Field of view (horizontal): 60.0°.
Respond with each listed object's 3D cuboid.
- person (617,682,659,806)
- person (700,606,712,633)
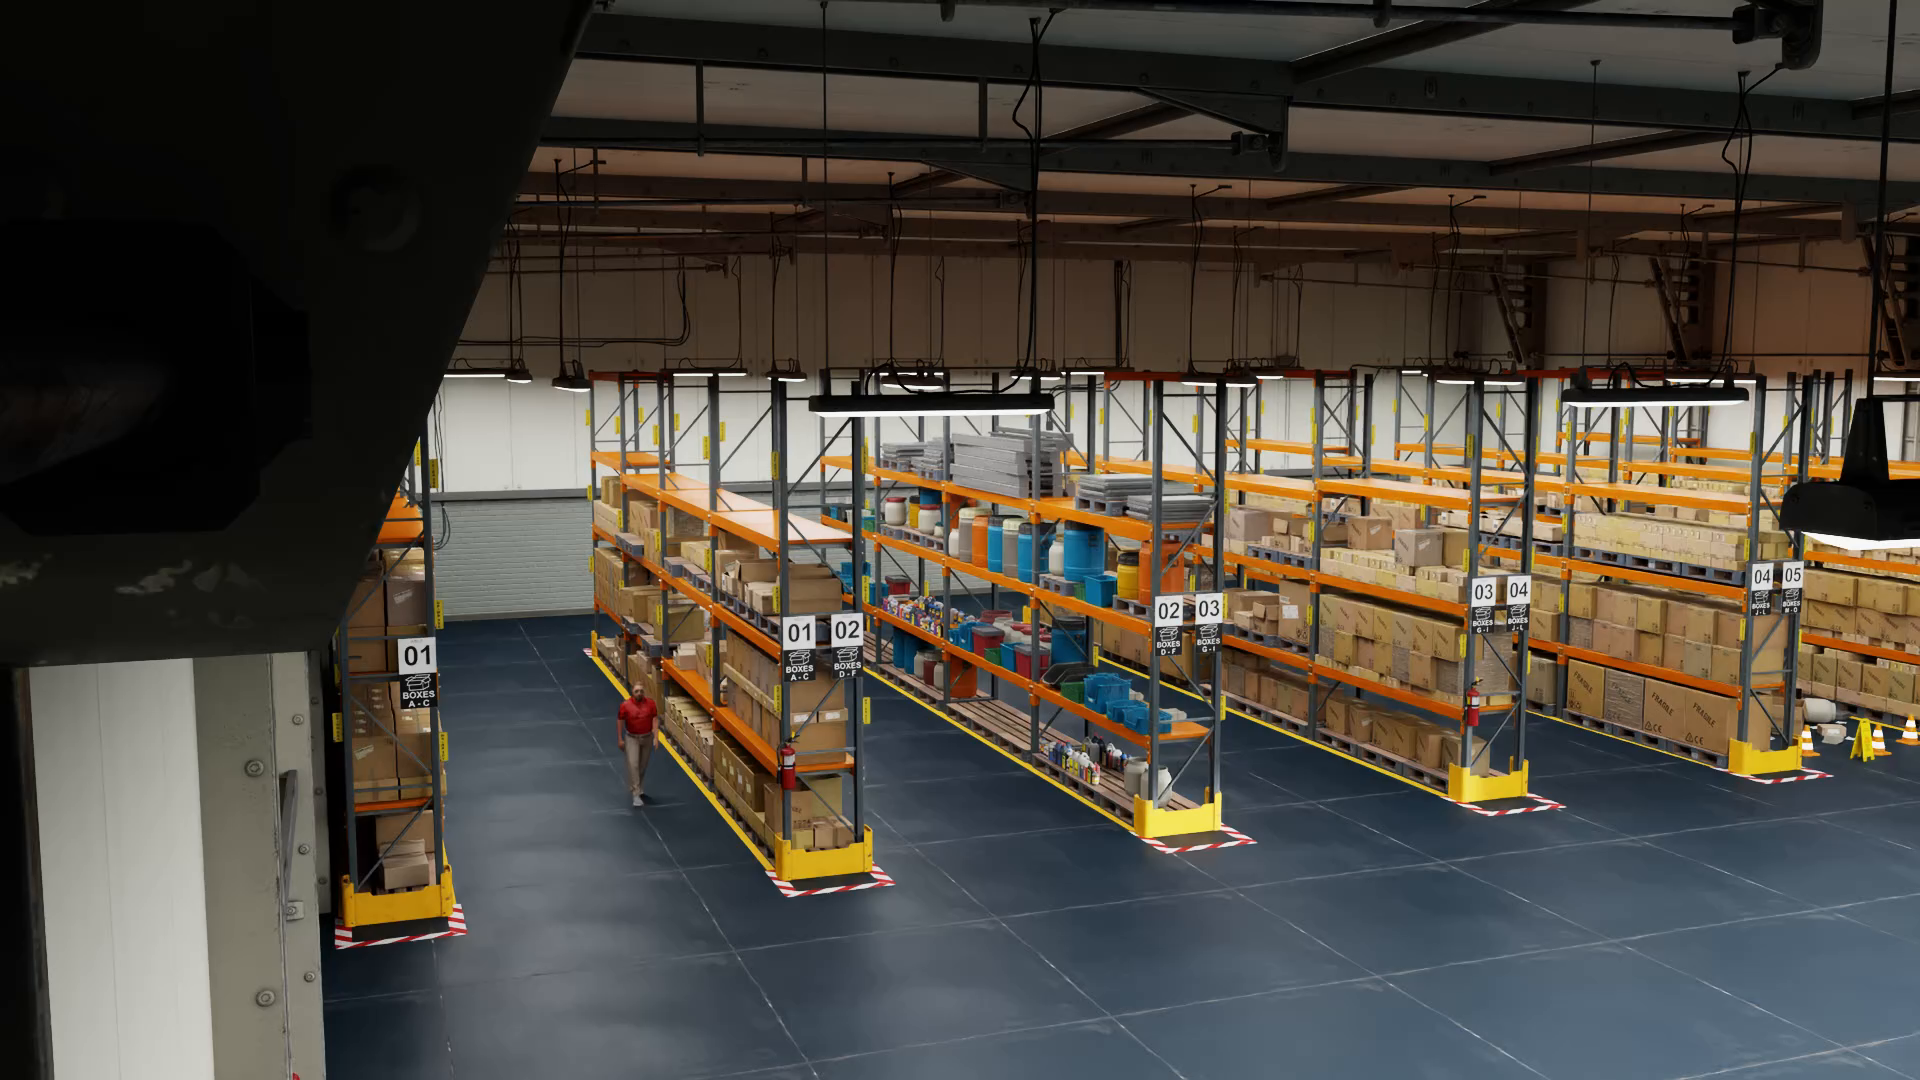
[{"bbox_3d":[-4.526,2.846,23.570,0.547,1.677,0.984,-4,8,-32],"label":"person"},{"bbox_3d":[-5.034,1.810,33.413,0.563,1.608,0.741,-1,6,-11],"label":"person"}]
